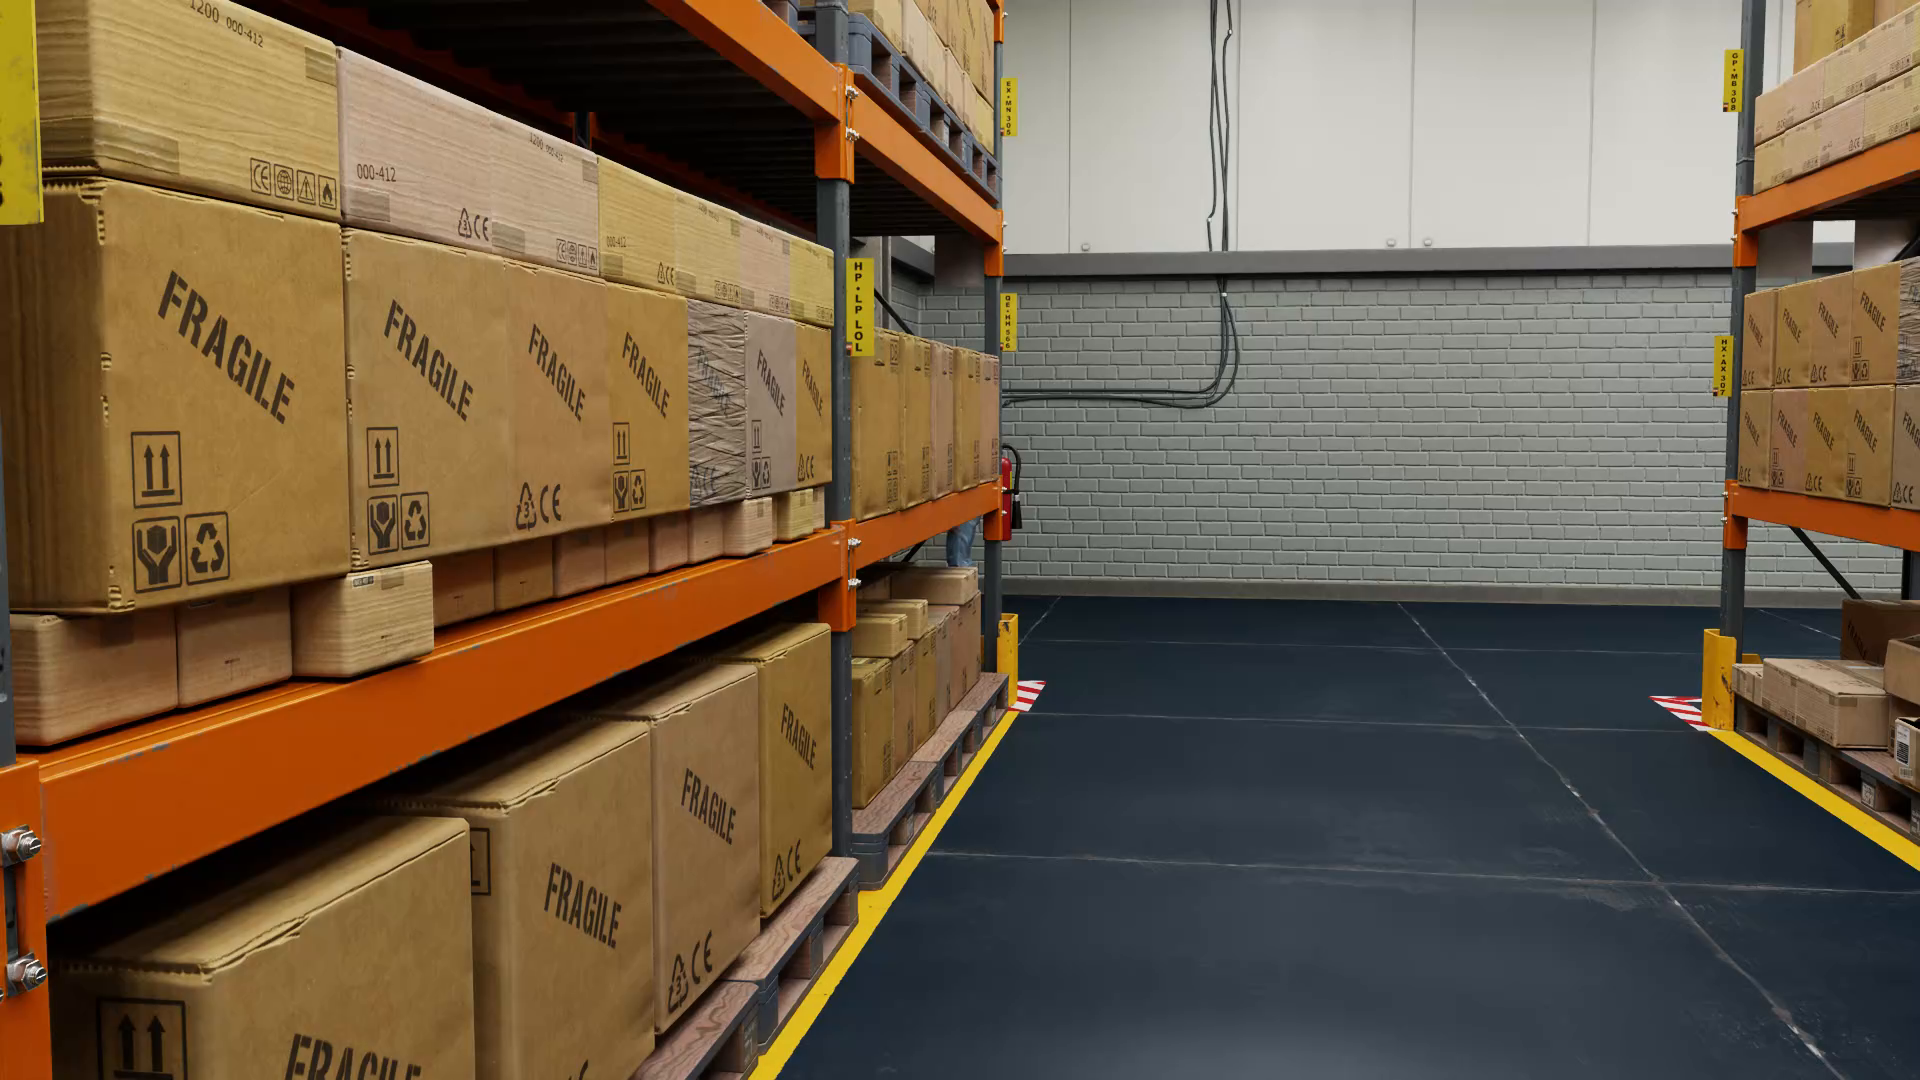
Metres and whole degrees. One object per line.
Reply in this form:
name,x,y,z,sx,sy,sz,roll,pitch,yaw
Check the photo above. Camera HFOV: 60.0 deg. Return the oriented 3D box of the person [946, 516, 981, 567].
person,-0.005,-0.235,13.563,0.457,1.760,0.635,0,4,5
